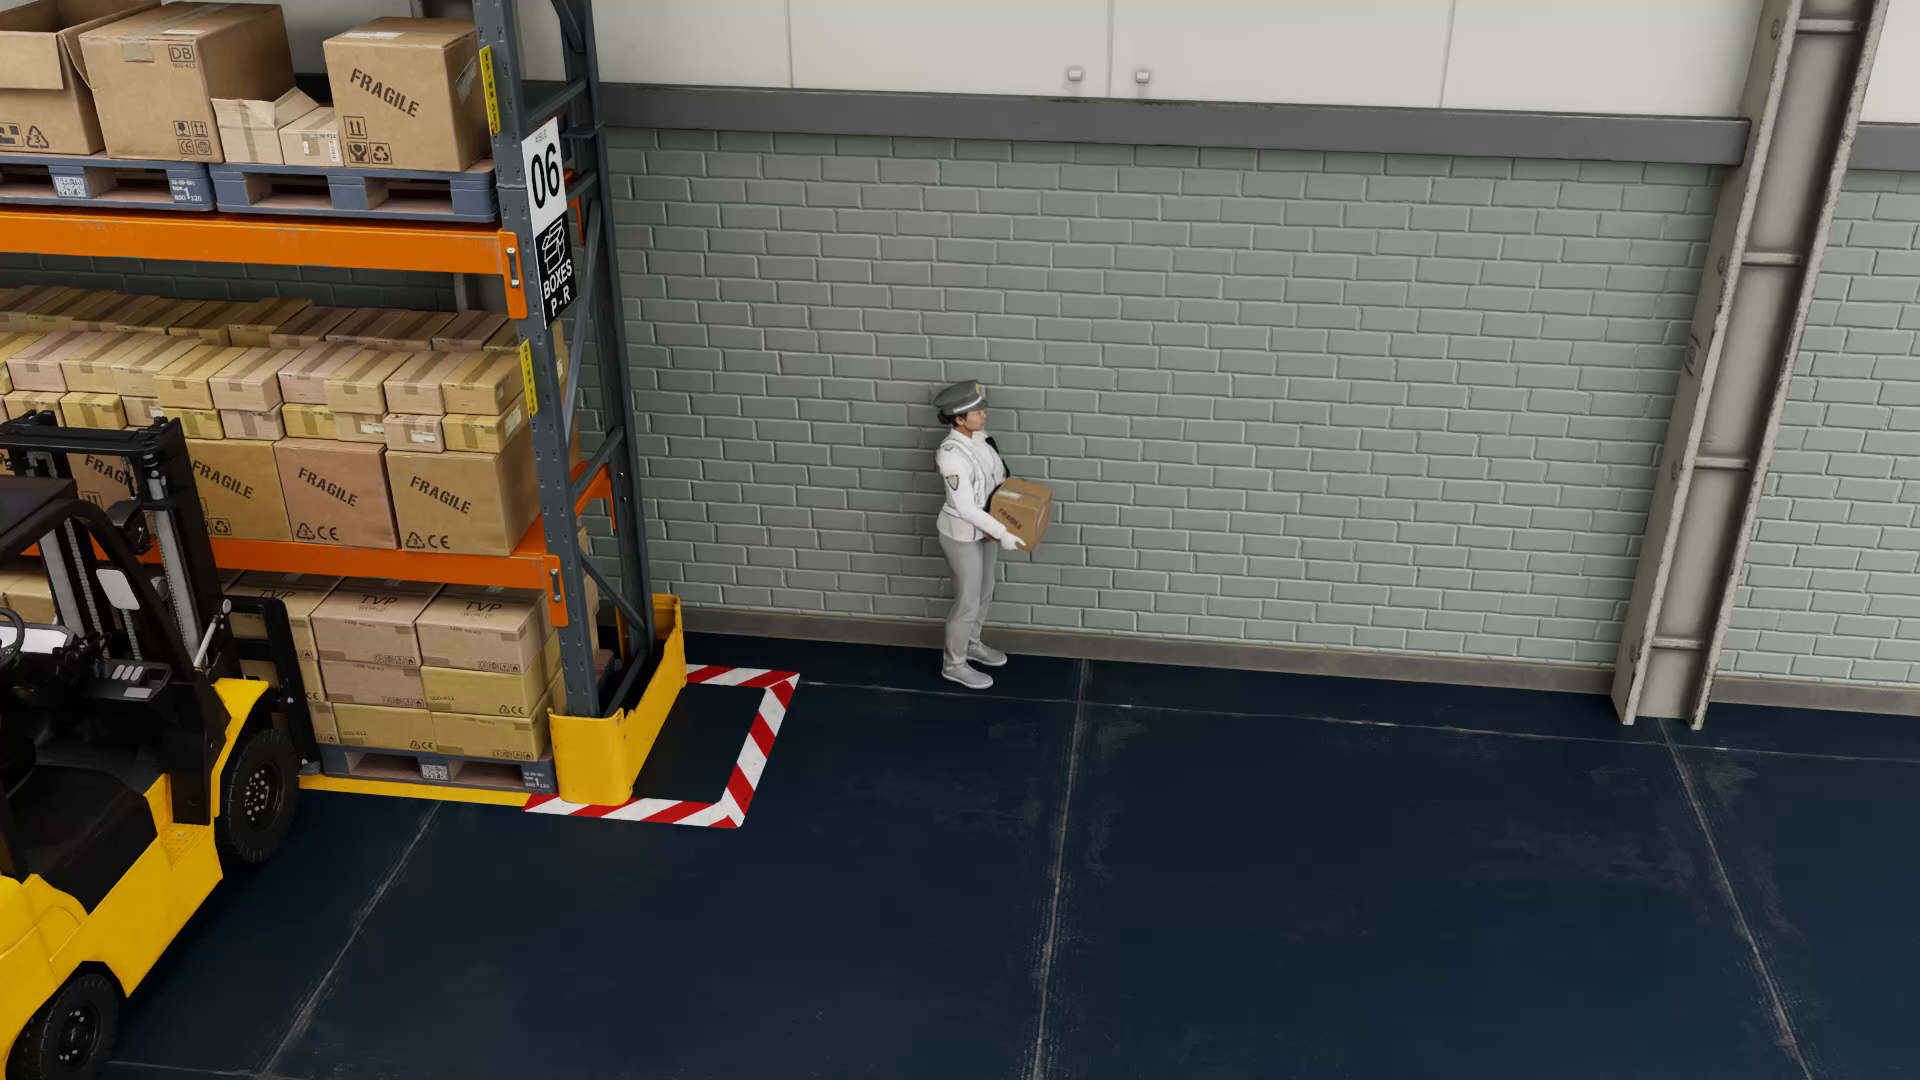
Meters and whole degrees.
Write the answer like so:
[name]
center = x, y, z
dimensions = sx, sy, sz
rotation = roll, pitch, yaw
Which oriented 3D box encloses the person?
[person]
center = 0.125, -0.024, 8.645
dimensions = 0.547, 1.689, 0.458
rotation = 10, 30, 18
